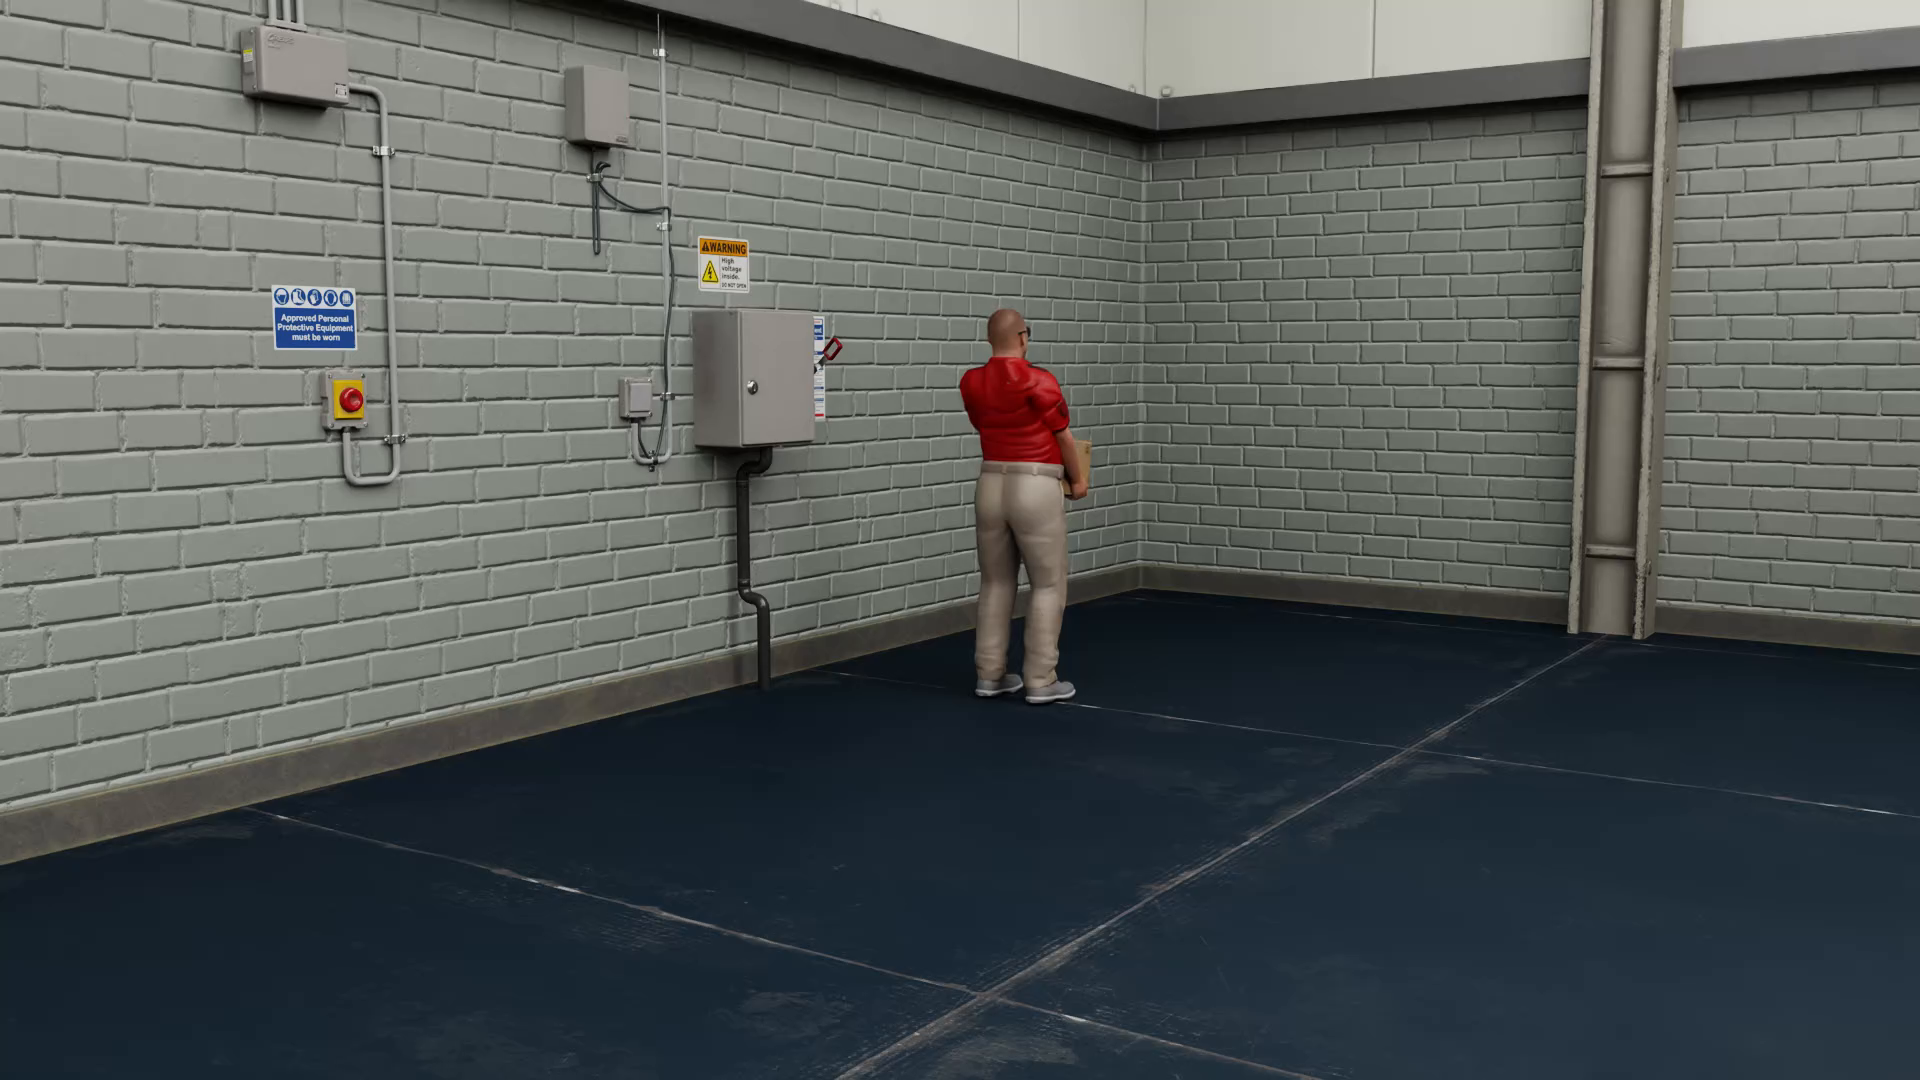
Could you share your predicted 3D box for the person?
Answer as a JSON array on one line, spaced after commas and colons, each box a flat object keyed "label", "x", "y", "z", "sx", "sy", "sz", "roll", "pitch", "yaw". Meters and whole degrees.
[{"label": "person", "x": 0.302, "y": -0.161, "z": 7.377, "sx": 0.494, "sy": 1.713, "sz": 0.531, "roll": 4, "pitch": 8, "yaw": 34}]
